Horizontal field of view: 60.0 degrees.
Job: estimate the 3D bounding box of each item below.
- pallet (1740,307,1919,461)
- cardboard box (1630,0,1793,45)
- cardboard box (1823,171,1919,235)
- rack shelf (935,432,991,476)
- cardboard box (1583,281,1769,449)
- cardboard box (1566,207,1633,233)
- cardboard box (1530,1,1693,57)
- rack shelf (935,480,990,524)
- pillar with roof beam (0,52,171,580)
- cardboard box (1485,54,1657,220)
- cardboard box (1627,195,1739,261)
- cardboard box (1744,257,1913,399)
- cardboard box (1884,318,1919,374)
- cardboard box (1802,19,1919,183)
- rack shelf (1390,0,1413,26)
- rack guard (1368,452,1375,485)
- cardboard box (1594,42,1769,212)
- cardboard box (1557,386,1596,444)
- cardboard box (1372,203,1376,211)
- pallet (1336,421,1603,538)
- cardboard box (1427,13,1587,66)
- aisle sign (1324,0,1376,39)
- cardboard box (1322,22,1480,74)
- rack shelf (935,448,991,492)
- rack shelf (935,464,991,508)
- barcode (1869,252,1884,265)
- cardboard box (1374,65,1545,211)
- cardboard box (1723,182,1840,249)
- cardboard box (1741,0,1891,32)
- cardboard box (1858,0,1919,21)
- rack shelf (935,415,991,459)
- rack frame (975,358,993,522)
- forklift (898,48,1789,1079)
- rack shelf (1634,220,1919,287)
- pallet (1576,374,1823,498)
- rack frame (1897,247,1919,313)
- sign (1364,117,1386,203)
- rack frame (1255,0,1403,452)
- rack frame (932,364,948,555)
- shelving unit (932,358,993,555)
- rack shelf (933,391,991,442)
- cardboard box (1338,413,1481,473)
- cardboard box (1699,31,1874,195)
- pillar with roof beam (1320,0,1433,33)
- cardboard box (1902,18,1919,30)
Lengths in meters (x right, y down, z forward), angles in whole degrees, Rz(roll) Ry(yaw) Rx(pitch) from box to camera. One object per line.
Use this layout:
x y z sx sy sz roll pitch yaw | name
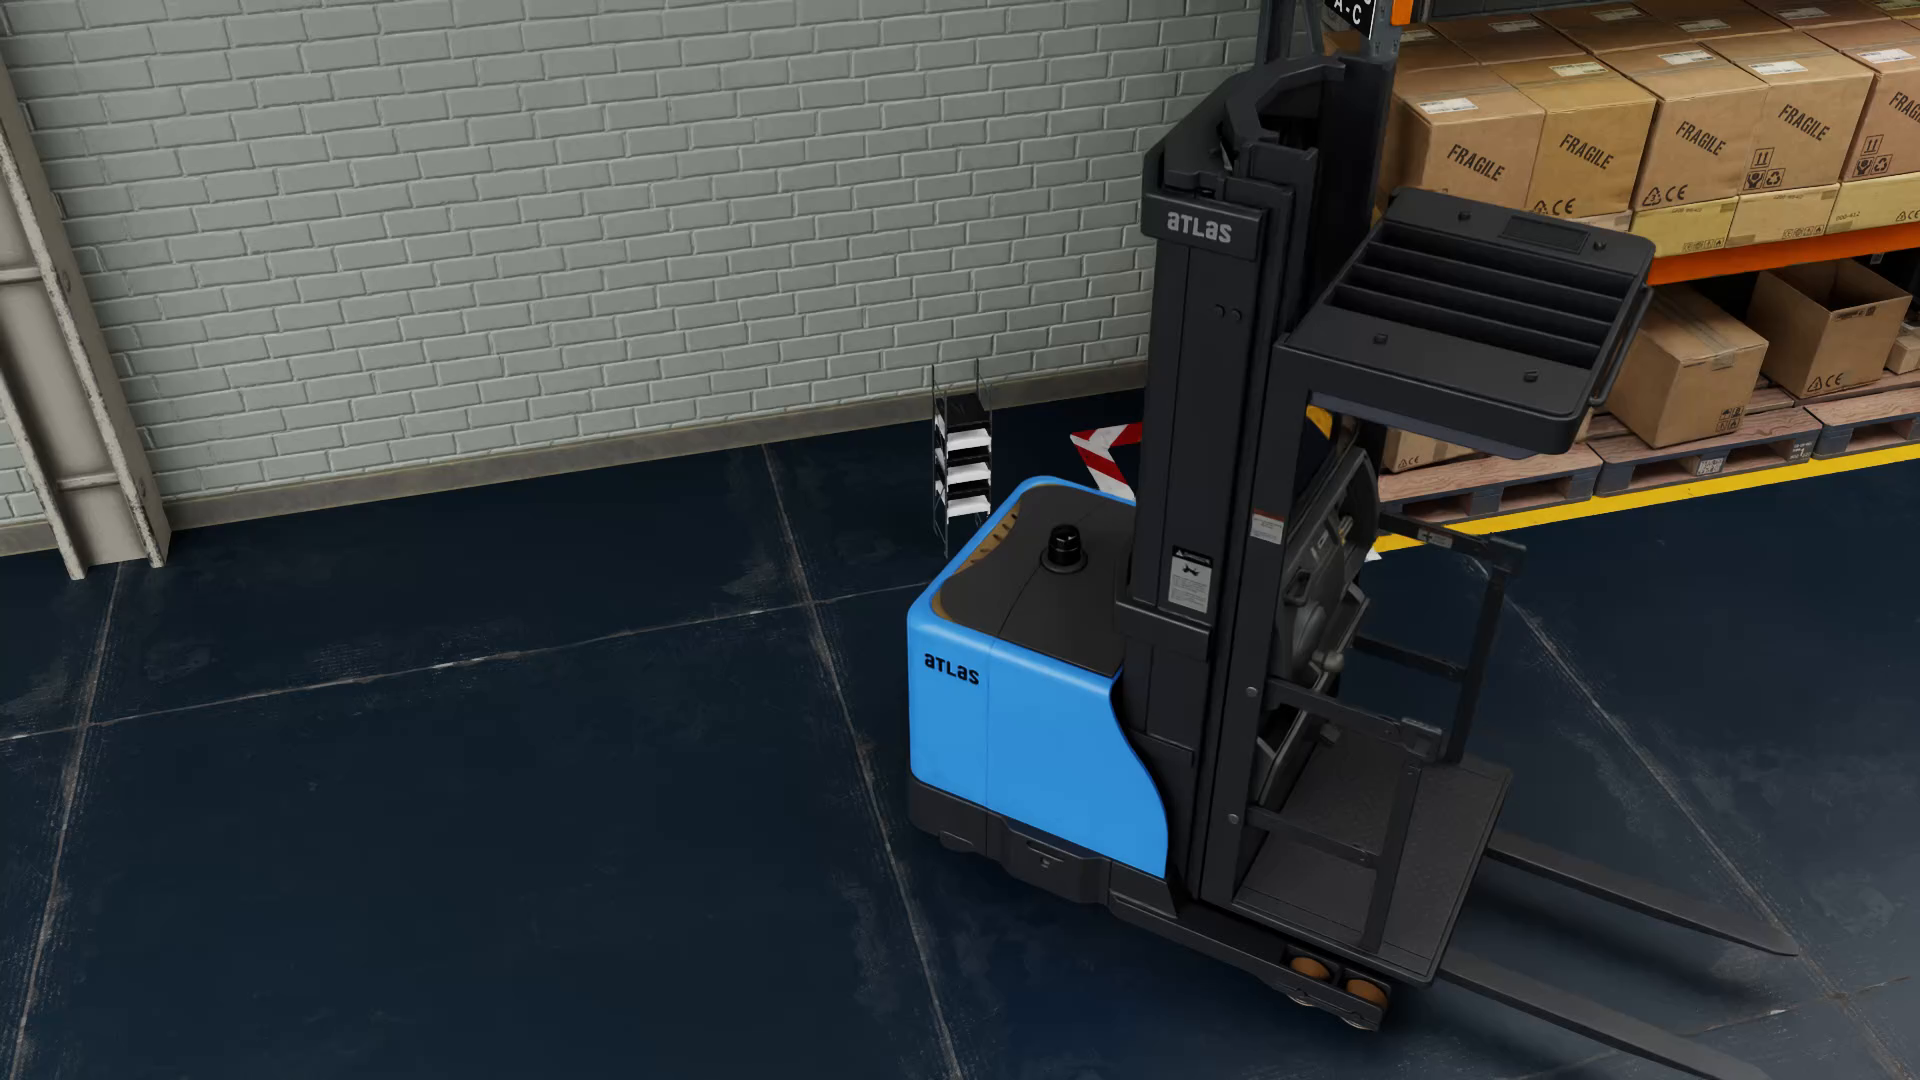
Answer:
4.701 -0.863 8.705 1.213 0.211 1.003 -9 38 -12 | pallet
3.351 -2.148 7.579 0.500 0.500 0.500 -9 38 -11 | cardboard box
3.997 -1.631 7.520 0.500 0.250 0.500 -10 38 -12 | cardboard box
0.008 -0.404 7.444 0.200 0.077 0.258 -9 38 -12 | rack shelf
3.442 -0.880 8.127 0.500 0.500 0.700 -12 39 -15 | cardboard box
2.530 -1.394 7.211 0.500 0.250 0.500 -10 39 -13 | cardboard box
2.865 -2.068 7.474 0.500 0.500 0.500 -10 39 -13 | cardboard box
0.008 -0.189 7.608 0.200 0.077 0.258 -9 38 -12 | rack shelf
-2.741 -0.990 1.637 0.400 9.000 9.100 -9 38 -12 | pillar with roof beam
2.498 -1.682 6.970 0.500 0.500 0.500 -9 38 -12 | cardboard box
3.023 -1.471 7.312 0.500 0.250 0.500 -10 39 -13 | cardboard box
4.349 -1.092 8.404 0.500 0.500 0.500 -12 39 -15 | cardboard box
4.832 -1.045 8.617 0.250 0.166 0.380 -14 40 -18 | cardboard box
3.995 -1.932 7.296 0.500 0.500 0.500 -10 39 -13 | cardboard box
3.409 -2.687 6.917 4.000 0.370 1.077 -9 38 -12 | rack shelf
1.552 -0.483 7.970 0.348 0.500 1.175 -9 38 -12 | rack guard
2.998 -1.760 7.072 0.500 0.500 0.500 -11 39 -13 | cardboard box
2.720 -0.718 8.071 0.500 0.311 0.500 -6 38 -8 | cardboard box
2.032 -1.304 7.092 0.500 0.250 0.500 -10 39 -13 | cardboard box
2.345 -0.477 8.199 1.213 0.211 1.003 -9 38 -12 | pallet
2.367 -1.984 7.364 0.500 0.500 0.500 -9 38 -11 | cardboard box
1.487 -2.309 6.160 0.004 0.787 0.394 -9 38 -12 | aisle sign
1.878 -1.910 7.267 0.500 0.500 0.500 -10 38 -12 | cardboard box
0.008 -0.332 7.499 0.200 0.077 0.258 -9 38 -12 | rack shelf
0.008 -0.261 7.553 0.200 0.077 0.258 -9 38 -12 | rack shelf
4.756 -1.462 8.624 0.075 0.075 0.001 -9 38 -12 | barcode
2.018 -1.610 6.875 0.500 0.500 0.500 -9 38 -12 | cardboard box
3.512 -1.550 7.415 0.500 0.250 0.500 -9 38 -12 | cardboard box
3.849 -2.237 7.695 0.500 0.500 0.500 -8 38 -11 | cardboard box
4.332 -2.312 7.794 0.500 0.500 0.500 -10 38 -12 | cardboard box
0.008 -0.475 7.389 0.200 0.077 0.258 -9 38 -12 | rack shelf
0.106 -0.375 7.499 0.006 0.900 0.240 -9 38 -12 | rack frame
1.314 0.099 5.208 3.031 2.935 1.130 18 41 22 | forklift
3.409 -1.495 7.828 4.000 0.370 1.077 -9 38 -12 | rack shelf
3.521 -0.668 8.449 1.213 0.211 1.003 -9 38 -12 | pallet
5.340 -2.098 8.023 0.127 3.000 1.000 -9 38 -12 | rack frame
1.620 -1.490 6.516 0.005 0.325 0.100 -9 38 -12 | sign
1.479 -1.464 7.195 0.127 3.000 1.000 -9 38 -12 | rack frame
-0.090 -0.343 7.457 0.006 0.900 0.240 -9 38 -12 | rack frame
0.008 -0.359 7.478 0.210 0.900 0.258 -9 38 -12 | shelving unit
0.008 -0.547 7.334 0.200 0.077 0.258 -9 38 -12 | rack shelf
2.170 -0.628 7.953 0.500 0.311 0.500 -14 39 -17 | cardboard box
3.493 -1.849 7.188 0.500 0.500 0.500 -8 38 -11 | cardboard box
3.051 -1.940 2.880 0.400 9.000 9.100 -9 38 -12 | pillar with roof beam
4.484 -2.005 7.392 0.500 0.500 0.500 -10 38 -12 | cardboard box
